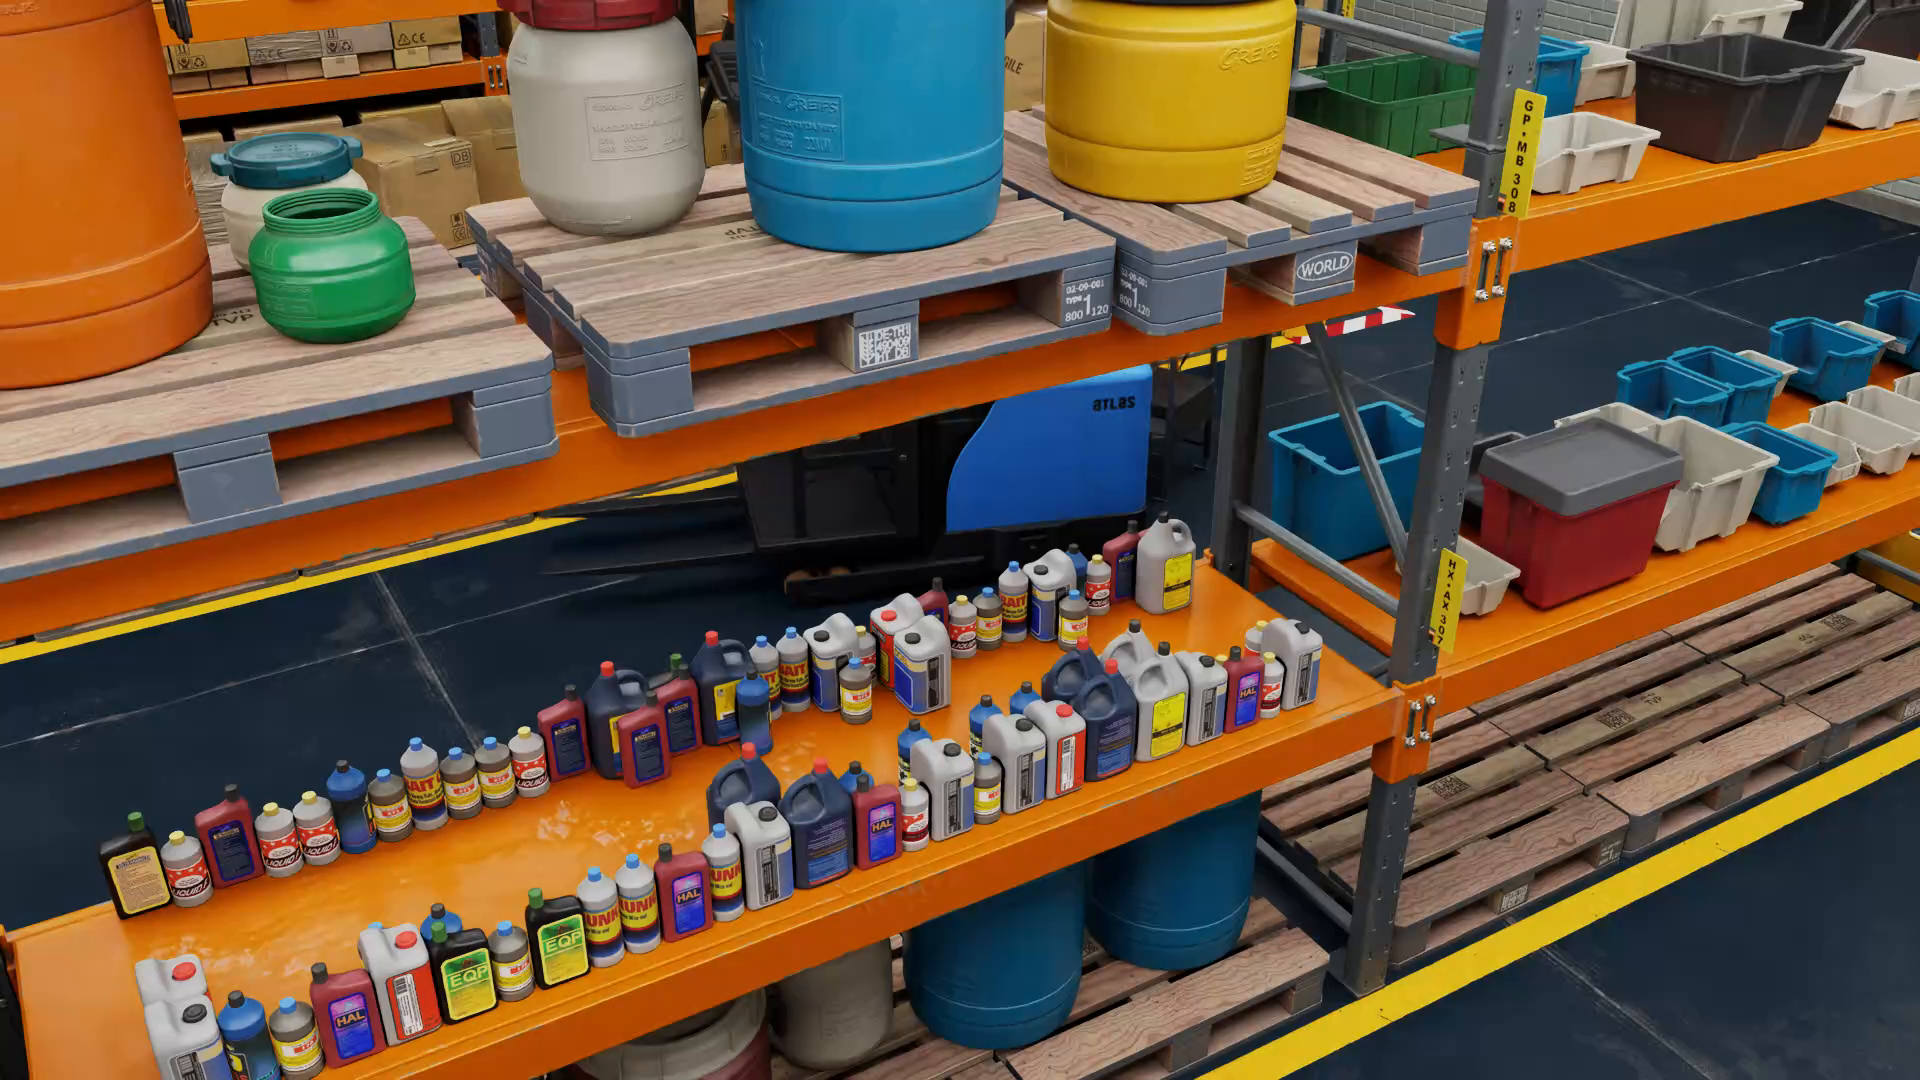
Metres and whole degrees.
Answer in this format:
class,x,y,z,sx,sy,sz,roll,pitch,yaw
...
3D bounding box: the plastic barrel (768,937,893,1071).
class,x,y,z,sx,sy,sz,roll,pitch,yaw
plastic barrel,-0.425,1.383,5.280,0.421,0.512,0.421,0,29,0

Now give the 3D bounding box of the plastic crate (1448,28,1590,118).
class,x,y,z,sx,sy,sz,roll,pitch,yaw
plastic crate,1.818,-1.519,5.466,0.300,0.233,0.416,-16,33,-26

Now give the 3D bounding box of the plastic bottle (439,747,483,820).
class,x,y,z,sx,sy,sz,roll,pitch,yaw
plastic bottle,-1.393,0.670,4.637,0.097,0.201,0.097,0,29,0

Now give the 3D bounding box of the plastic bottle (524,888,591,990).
class,x,y,z,sx,sy,sz,roll,pitch,yaw
plastic bottle,-0.980,0.953,4.040,0.133,0.283,0.061,-16,33,-26

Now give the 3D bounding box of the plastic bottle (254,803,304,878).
class,x,y,z,sx,sy,sz,roll,pitch,yaw
plastic bottle,-1.813,0.789,4.421,0.097,0.201,0.097,0,29,0

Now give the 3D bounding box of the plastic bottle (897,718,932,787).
class,x,y,z,sx,sy,sz,roll,pitch,yaw
plastic bottle,-0.126,0.620,4.656,0.097,0.271,0.097,0,29,0

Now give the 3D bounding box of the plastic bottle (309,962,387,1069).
class,x,y,z,sx,sy,sz,roll,pitch,yaw
plastic bottle,-1.410,1.075,3.819,0.133,0.283,0.061,-16,33,-26

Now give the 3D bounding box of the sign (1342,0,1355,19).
class,x,y,z,sx,sy,sz,roll,pitch,yaw
sign,2.402,-3.376,10.237,0.005,0.325,0.100,-16,33,-26

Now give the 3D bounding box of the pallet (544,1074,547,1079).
class,x,y,z,sx,sy,sz,roll,pitch,yaw
pallet,-1.595,2.067,4.786,1.213,0.211,1.003,-16,33,-26

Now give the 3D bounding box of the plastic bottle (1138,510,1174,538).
class,x,y,z,sx,sy,sz,roll,pitch,yaw
plastic bottle,0.663,0.040,5.693,0.133,0.283,0.061,-16,33,-26

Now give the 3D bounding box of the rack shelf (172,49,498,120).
class,x,y,z,sx,sy,sz,roll,pitch,yaw
rack shelf,-5.548,-3.245,12.271,4.000,0.370,1.077,-16,33,-26

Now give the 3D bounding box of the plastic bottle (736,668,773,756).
class,x,y,z,sx,sy,sz,roll,pitch,yaw
plastic bottle,-0.604,0.496,4.879,0.097,0.271,0.097,0,29,0

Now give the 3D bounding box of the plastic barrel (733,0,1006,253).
class,x,y,z,sx,sy,sz,roll,pitch,yaw
plastic barrel,-0.199,-1.158,3.686,0.708,0.901,0.600,-16,33,-26

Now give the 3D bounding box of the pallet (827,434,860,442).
class,x,y,z,sx,sy,sz,roll,pitch,yaw
pallet,-0.718,-0.934,10.224,1.213,0.211,1.003,-16,33,-26

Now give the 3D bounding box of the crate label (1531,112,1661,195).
class,x,y,z,sx,sy,sz,roll,pitch,yaw
crate label,1.764,-1.120,4.844,0.466,0.136,0.293,-16,33,-26

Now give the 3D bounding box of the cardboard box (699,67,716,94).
class,x,y,z,sx,sy,sz,roll,pitch,yaw
cardboard box,-2.232,-3.931,14.249,0.250,0.149,0.380,-16,33,-27

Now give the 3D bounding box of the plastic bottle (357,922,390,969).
class,x,y,z,sx,sy,sz,roll,pitch,yaw
plastic bottle,-1.397,1.011,4.018,0.097,0.201,0.097,0,29,0

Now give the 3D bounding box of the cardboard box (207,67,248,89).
class,x,y,z,sx,sy,sz,roll,pitch,yaw
cardboard box,-5.324,-3.395,12.037,0.250,0.149,0.380,-15,32,-25

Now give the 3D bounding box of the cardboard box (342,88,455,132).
class,x,y,z,sx,sy,sz,roll,pitch,yaw
cardboard box,-4.318,-3.079,13.016,0.750,0.750,0.750,-15,32,-26

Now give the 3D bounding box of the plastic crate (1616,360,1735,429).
class,x,y,z,sx,sy,sz,roll,pitch,yaw
plastic crate,2.870,-0.536,6.728,0.300,0.233,0.416,-16,33,-26

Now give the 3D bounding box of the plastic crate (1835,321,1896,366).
class,x,y,z,sx,sy,sz,roll,pitch,yaw
plastic crate,3.946,-0.845,7.388,0.298,0.136,0.250,-16,33,-26

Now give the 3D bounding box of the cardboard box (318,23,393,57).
class,x,y,z,sx,sy,sz,roll,pitch,yaw
cardboard box,-4.529,-3.886,12.254,0.500,0.500,0.500,-16,32,-26

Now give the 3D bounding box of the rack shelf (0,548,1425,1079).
class,x,y,z,sx,sy,sz,roll,pitch,yaw
rack shelf,-0.529,0.882,4.792,4.000,0.370,1.077,-16,33,-26

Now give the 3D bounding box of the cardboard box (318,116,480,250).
class,x,y,z,sx,sy,sz,roll,pitch,yaw
cardboard box,-2.803,-1.757,8.290,0.700,0.500,0.500,26,38,38

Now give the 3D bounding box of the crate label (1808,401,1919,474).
class,x,y,z,sx,sy,sz,roll,pitch,yaw
crate label,3.548,-0.394,6.571,0.243,0.136,0.396,-16,33,-26

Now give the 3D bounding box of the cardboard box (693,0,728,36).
class,x,y,z,sx,sy,sz,roll,pitch,yaw
cardboard box,-2.093,-4.666,13.790,0.700,0.700,0.980,-18,33,-29

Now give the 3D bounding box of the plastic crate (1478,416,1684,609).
class,x,y,z,sx,sy,sz,roll,pitch,yaw
plastic crate,2.092,-0.091,5.682,0.583,0.464,0.402,-16,33,-26

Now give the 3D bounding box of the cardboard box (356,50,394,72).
class,x,y,z,sx,sy,sz,roll,pitch,yaw
cardboard box,-4.424,-3.632,12.466,0.250,0.149,0.380,-15,32,-25

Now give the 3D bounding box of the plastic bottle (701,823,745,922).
class,x,y,z,sx,sy,sz,roll,pitch,yaw
plastic bottle,-0.607,0.842,4.253,0.097,0.271,0.097,0,29,0

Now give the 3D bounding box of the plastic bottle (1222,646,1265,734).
class,x,y,z,sx,sy,sz,roll,pitch,yaw
plastic bottle,0.843,0.435,4.978,0.133,0.283,0.061,-16,33,-26

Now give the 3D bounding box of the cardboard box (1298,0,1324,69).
class,x,y,z,sx,sy,sz,roll,pitch,yaw
cardboard box,1.893,-3.224,10.350,0.500,0.500,0.500,-16,33,-27

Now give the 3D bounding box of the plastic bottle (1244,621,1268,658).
class,x,y,z,sx,sy,sz,roll,pitch,yaw
plastic bottle,0.940,0.348,5.221,0.097,0.201,0.097,0,29,0

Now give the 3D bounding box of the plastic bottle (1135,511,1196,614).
class,x,y,z,sx,sy,sz,roll,pitch,yaw
plastic bottle,0.693,0.060,5.588,0.185,0.351,0.144,-16,33,-26

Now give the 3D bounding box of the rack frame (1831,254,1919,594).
class,x,y,z,sx,sy,sz,roll,pitch,yaw
rack frame,4.644,-0.902,7.280,0.127,3.000,1.000,-16,33,-26

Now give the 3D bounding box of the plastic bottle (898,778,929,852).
class,x,y,z,sx,sy,sz,roll,pitch,yaw
plastic bottle,-0.133,0.738,4.514,0.097,0.201,0.097,0,29,0

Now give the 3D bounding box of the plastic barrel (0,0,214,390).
class,x,y,z,sx,sy,sz,roll,pitch,yaw
plastic barrel,-1.763,-0.767,3.051,0.708,0.830,0.600,-16,33,-26

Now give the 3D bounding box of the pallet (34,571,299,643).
class,x,y,z,sx,sy,sz,roll,pitch,yaw
pallet,-4.097,0.046,8.449,1.213,0.211,1.003,-16,33,-26

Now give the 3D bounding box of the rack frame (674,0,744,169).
class,x,y,z,sx,sy,sz,roll,pitch,yaw
rack frame,-1.311,-1.987,9.246,0.127,3.000,1.000,-16,33,-26

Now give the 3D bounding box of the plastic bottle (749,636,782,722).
class,x,y,z,sx,sy,sz,roll,pitch,yaw
plastic bottle,-0.593,0.412,5.031,0.097,0.271,0.097,0,29,0

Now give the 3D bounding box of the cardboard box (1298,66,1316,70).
class,x,y,z,sx,sy,sz,roll,pitch,yaw
cardboard box,1.889,-2.787,10.592,0.500,0.500,0.500,-15,32,-25

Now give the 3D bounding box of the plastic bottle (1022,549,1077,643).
class,x,y,z,sx,sy,sz,roll,pitch,yaw
plastic bottle,0.288,0.176,5.456,0.135,0.276,0.152,-16,33,-26

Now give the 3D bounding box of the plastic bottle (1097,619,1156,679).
class,x,y,z,sx,sy,sz,roll,pitch,yaw
plastic bottle,0.496,0.400,4.972,0.185,0.351,0.144,-16,33,-26

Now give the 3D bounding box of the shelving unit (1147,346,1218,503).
class,x,y,z,sx,sy,sz,roll,pitch,yaw
shelving unit,1.108,-1.274,8.885,0.431,2.100,0.503,18,34,30

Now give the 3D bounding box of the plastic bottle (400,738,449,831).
class,x,y,z,sx,sy,sz,roll,pitch,yaw
plastic bottle,-1.477,0.663,4.576,0.097,0.271,0.097,0,29,0

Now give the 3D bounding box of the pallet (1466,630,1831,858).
class,x,y,z,sx,sy,sz,roll,pitch,yaw
pallet,2.863,0.801,7.080,1.213,0.211,1.003,-16,33,-26

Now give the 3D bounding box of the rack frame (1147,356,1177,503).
class,x,y,z,sx,sy,sz,roll,pitch,yaw
rack frame,0.970,-1.177,8.709,0.400,2.100,0.015,18,34,30

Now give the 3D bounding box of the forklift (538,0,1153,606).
class,x,y,z,sx,sy,sz,roll,pitch,yaw
forklift,-0.618,-1.242,7.967,3.031,2.935,1.130,-6,30,-11

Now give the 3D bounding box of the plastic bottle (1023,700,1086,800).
class,x,y,z,sx,sy,sz,roll,pitch,yaw
plastic bottle,0.269,0.576,4.731,0.135,0.276,0.152,-16,33,-26
